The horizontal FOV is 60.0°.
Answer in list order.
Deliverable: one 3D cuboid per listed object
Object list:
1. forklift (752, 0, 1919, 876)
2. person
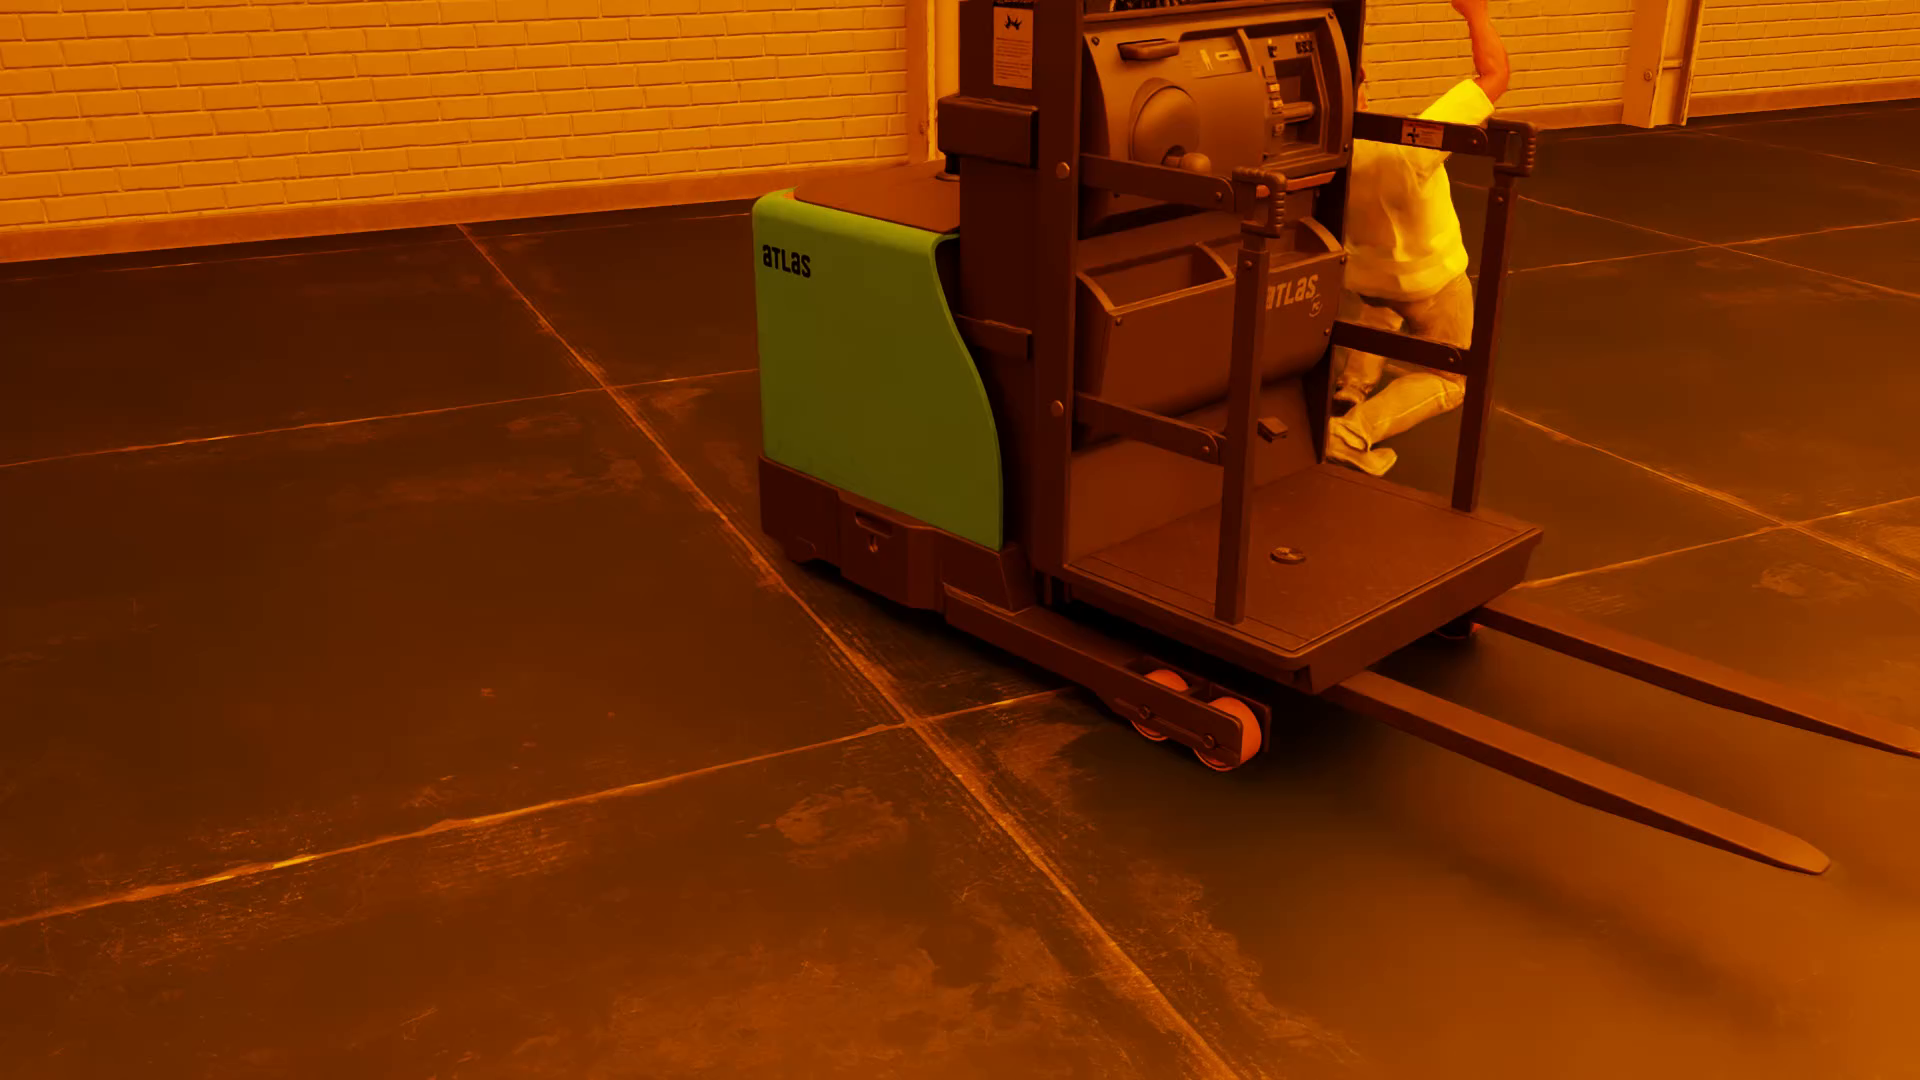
[{"bbox_3d":[0.780,-1.045,3.801,1.130,2.935,3.031,-20,30,-39],"label":"forklift"},{"bbox_3d":[1.281,-1.067,5.565,0.838,1.666,1.129,-17,28,-34],"label":"person"}]
